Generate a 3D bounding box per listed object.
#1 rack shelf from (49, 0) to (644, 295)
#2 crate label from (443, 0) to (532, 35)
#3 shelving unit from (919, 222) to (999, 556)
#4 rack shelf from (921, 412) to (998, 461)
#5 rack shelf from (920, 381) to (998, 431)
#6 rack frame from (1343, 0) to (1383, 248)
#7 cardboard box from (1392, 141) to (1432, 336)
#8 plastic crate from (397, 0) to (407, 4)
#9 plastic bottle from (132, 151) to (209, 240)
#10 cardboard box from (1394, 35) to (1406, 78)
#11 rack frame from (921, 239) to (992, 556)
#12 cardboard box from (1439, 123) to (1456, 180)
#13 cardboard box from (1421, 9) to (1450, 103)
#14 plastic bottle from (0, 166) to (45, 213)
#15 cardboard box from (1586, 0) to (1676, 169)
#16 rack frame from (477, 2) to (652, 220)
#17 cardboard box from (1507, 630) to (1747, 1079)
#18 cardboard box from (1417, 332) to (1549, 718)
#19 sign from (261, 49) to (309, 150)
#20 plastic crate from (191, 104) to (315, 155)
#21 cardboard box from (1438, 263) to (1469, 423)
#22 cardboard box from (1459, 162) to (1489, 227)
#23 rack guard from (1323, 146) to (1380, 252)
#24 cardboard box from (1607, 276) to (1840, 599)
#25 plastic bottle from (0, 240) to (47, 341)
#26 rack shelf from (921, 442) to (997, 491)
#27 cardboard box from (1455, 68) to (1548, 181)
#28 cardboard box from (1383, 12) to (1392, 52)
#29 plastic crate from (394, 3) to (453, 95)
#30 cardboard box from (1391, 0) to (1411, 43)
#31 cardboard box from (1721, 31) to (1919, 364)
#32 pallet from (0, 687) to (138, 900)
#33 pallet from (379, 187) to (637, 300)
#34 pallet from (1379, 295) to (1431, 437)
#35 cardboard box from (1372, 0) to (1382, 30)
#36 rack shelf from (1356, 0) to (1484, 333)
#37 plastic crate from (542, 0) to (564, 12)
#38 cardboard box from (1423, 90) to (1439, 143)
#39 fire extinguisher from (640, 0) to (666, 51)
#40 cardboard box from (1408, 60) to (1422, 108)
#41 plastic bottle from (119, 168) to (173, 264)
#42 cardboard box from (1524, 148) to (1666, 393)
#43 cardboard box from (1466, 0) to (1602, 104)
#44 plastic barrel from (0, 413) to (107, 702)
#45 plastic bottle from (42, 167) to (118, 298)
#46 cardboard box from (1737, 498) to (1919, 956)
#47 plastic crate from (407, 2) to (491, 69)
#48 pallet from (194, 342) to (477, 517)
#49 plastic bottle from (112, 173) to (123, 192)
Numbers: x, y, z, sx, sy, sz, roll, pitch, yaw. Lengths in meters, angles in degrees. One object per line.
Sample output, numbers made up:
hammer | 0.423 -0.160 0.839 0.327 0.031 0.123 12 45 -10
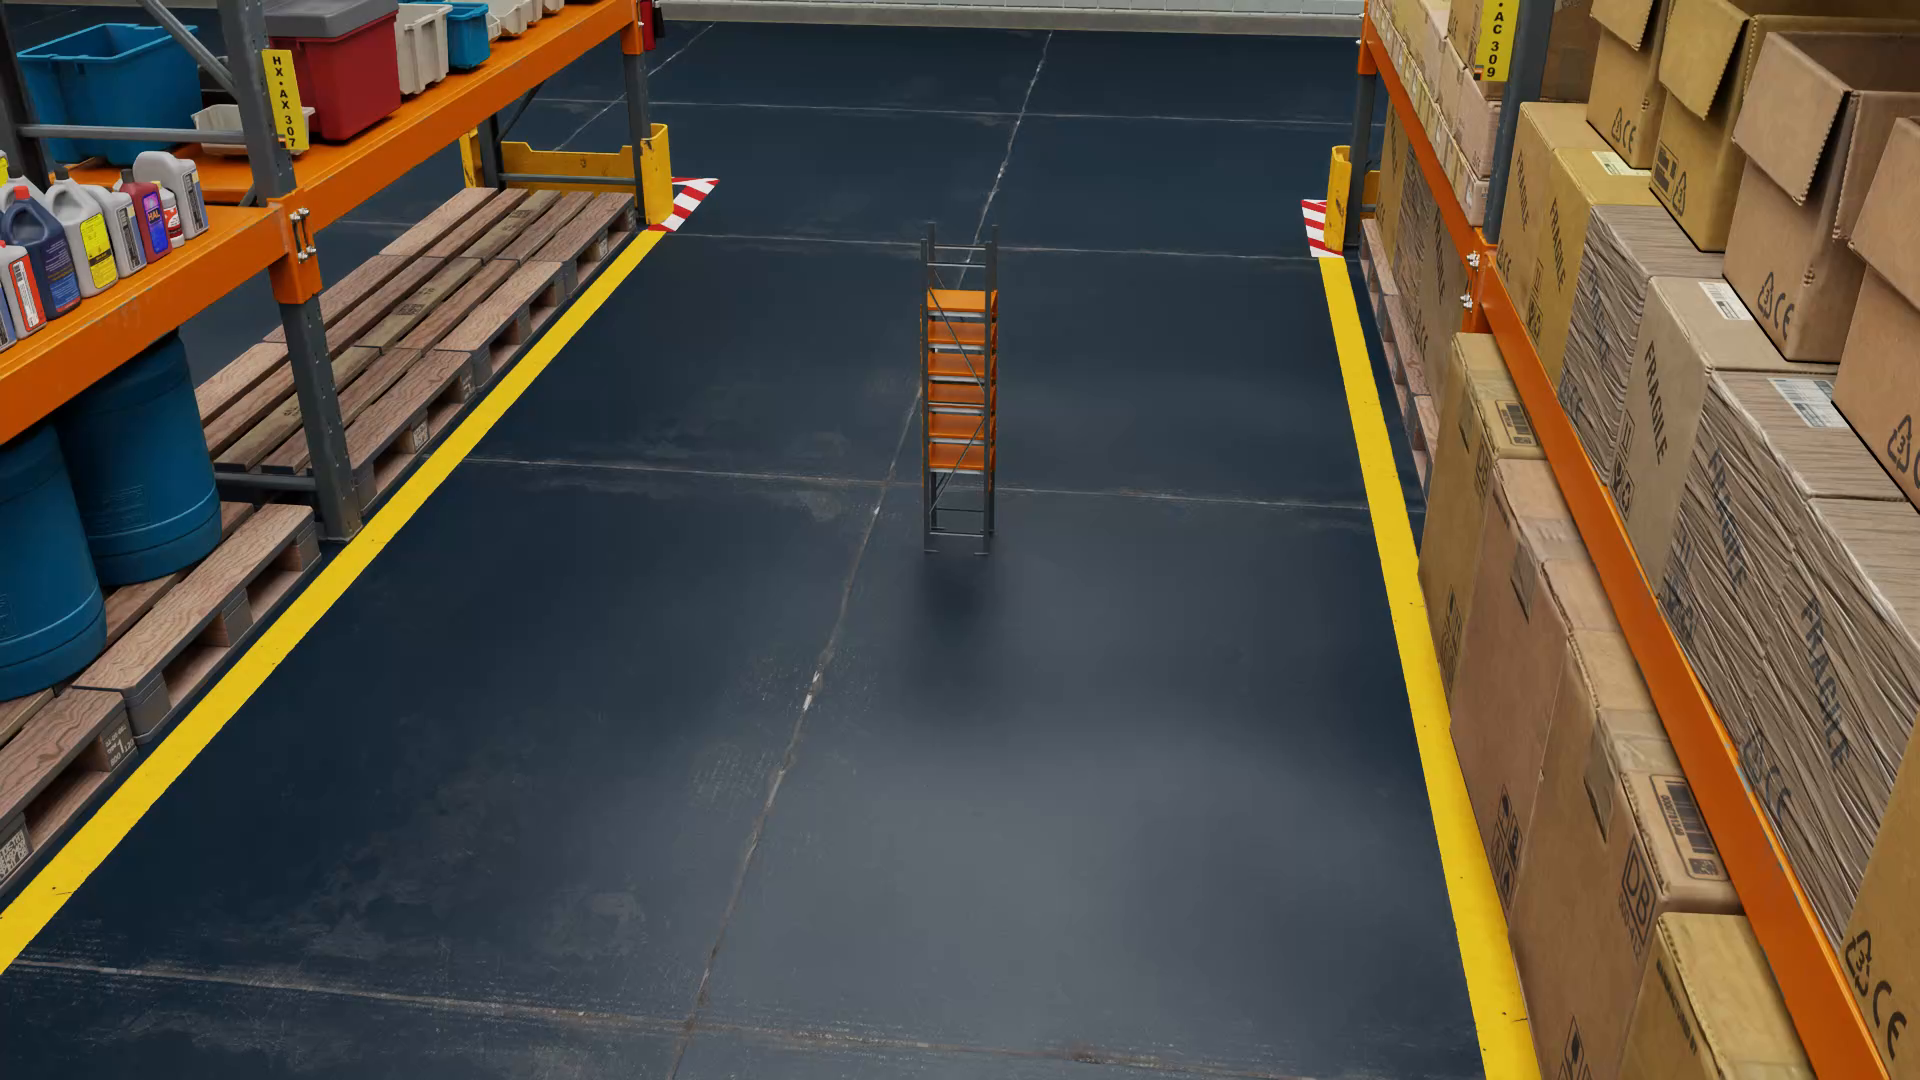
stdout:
rack shelf | -2.528 -1.988 7.536 1.077 0.370 4.000 3 28 6
crate label | -2.263 -2.494 7.931 0.396 0.136 0.243 3 28 6
shelving unit | -0.002 -0.521 5.953 0.258 1.200 0.189 3 28 6
rack shelf | -0.002 -0.377 6.031 0.258 0.103 0.180 3 28 6
rack shelf | -0.002 -0.482 5.974 0.258 0.103 0.180 3 28 6
rack frame | 2.633 -2.958 8.579 1.000 3.000 0.127 3 28 6
cardboard box | 2.522 -1.474 7.620 0.875 0.875 0.875 3 28 6
plastic crate | -2.801 -2.482 7.808 0.416 0.233 0.300 3 28 6
plastic bottle | -2.501 -1.104 5.268 0.152 0.276 0.135 3 28 6
cardboard box | 2.106 -2.094 7.240 0.380 0.149 0.250 3 28 6
rack frame | -0.013 -0.478 5.873 0.240 1.200 0.006 3 28 6
cardboard box | 1.918 -1.369 5.894 0.380 0.149 0.250 3 28 5
cardboard box | 2.059 -1.847 6.361 0.500 0.250 0.500 4 29 7
plastic bottle | -2.704 -0.898 4.807 0.144 0.351 0.185 3 28 6
cardboard box | 2.072 -1.260 4.263 0.797 0.503 0.637 3 28 5
rack frame | -2.283 -3.246 9.113 1.000 3.000 0.127 3 28 6
cardboard box | 1.874 0.815 3.372 1.225 0.875 0.875 3 29 6
cardboard box | 2.084 -0.023 4.927 1.225 0.875 0.875 3 29 6
sign | -2.228 -1.452 5.491 0.100 0.325 0.005 3 28 6
plastic crate | -2.574 -1.484 6.057 0.396 0.136 0.243 3 28 6
cardboard box | 2.303 -0.631 6.056 0.875 0.875 0.875 3 28 6
cardboard box | 1.855 -1.127 5.445 0.380 0.149 0.250 4 29 6
rack guard | 2.635 -1.869 9.192 1.175 0.500 0.348 3 28 6
cardboard box | 1.657 -0.202 3.356 0.500 0.500 0.500 4 29 7
plastic bottle | -2.607 -0.695 4.508 0.152 0.276 0.135 3 28 6
rack shelf | -0.002 -0.271 6.088 0.258 0.103 0.180 3 28 6
cardboard box | 1.936 -1.363 5.463 0.500 0.250 0.500 3 28 5
cardboard box | 2.170 -2.336 7.688 0.380 0.149 0.250 3 28 5
plastic crate | -2.403 -2.046 6.946 0.437 0.282 0.530 3 28 6
cardboard box | 2.183 -2.332 7.260 0.500 0.250 0.500 2 28 4
cardboard box | 1.916 -0.644 3.120 0.797 0.503 0.637 4 29 8
pallet | -3.056 0.801 4.541 1.003 0.211 1.213 3 28 6
pallet | -2.423 -1.633 9.058 1.003 0.211 1.213 3 28 6
pallet | 2.460 -0.777 7.470 1.003 0.211 1.213 3 28 6
cardboard box | 2.231 -2.579 8.139 0.380 0.149 0.250 3 28 5
rack shelf | 2.387 -1.700 7.002 1.077 0.370 4.000 3 28 6
plastic crate | -2.203 -2.762 8.429 0.396 0.136 0.243 3 28 6
cardboard box | 1.980 -1.612 6.344 0.380 0.149 0.250 4 29 7
fire extinguisher | -1.814 -3.093 9.302 0.296 0.674 0.183 3 28 6
cardboard box | 2.044 -1.852 6.790 0.380 0.149 0.250 4 29 7
plastic bottle | -2.484 -0.996 5.059 0.061 0.283 0.133 3 28 6
cardboard box | 1.777 -0.681 4.246 0.500 0.500 0.500 3 28 6
cardboard box | 1.933 -1.702 5.301 0.500 0.500 0.500 4 29 8
plastic barrel | -2.944 -0.036 4.924 0.600 0.901 0.708 3 28 6
plastic bottle | -2.561 -0.890 4.791 0.144 0.351 0.185 3 28 6
cardboard box | 1.534 0.282 2.458 0.500 0.500 0.500 3 28 6
plastic crate | -2.280 -2.217 7.316 0.416 0.233 0.300 3 28 6
pallet | -2.722 -0.484 6.926 1.003 0.211 1.213 3 28 6
plastic bottle | -2.627 -1.070 5.283 0.097 0.201 0.097 0 28 0
